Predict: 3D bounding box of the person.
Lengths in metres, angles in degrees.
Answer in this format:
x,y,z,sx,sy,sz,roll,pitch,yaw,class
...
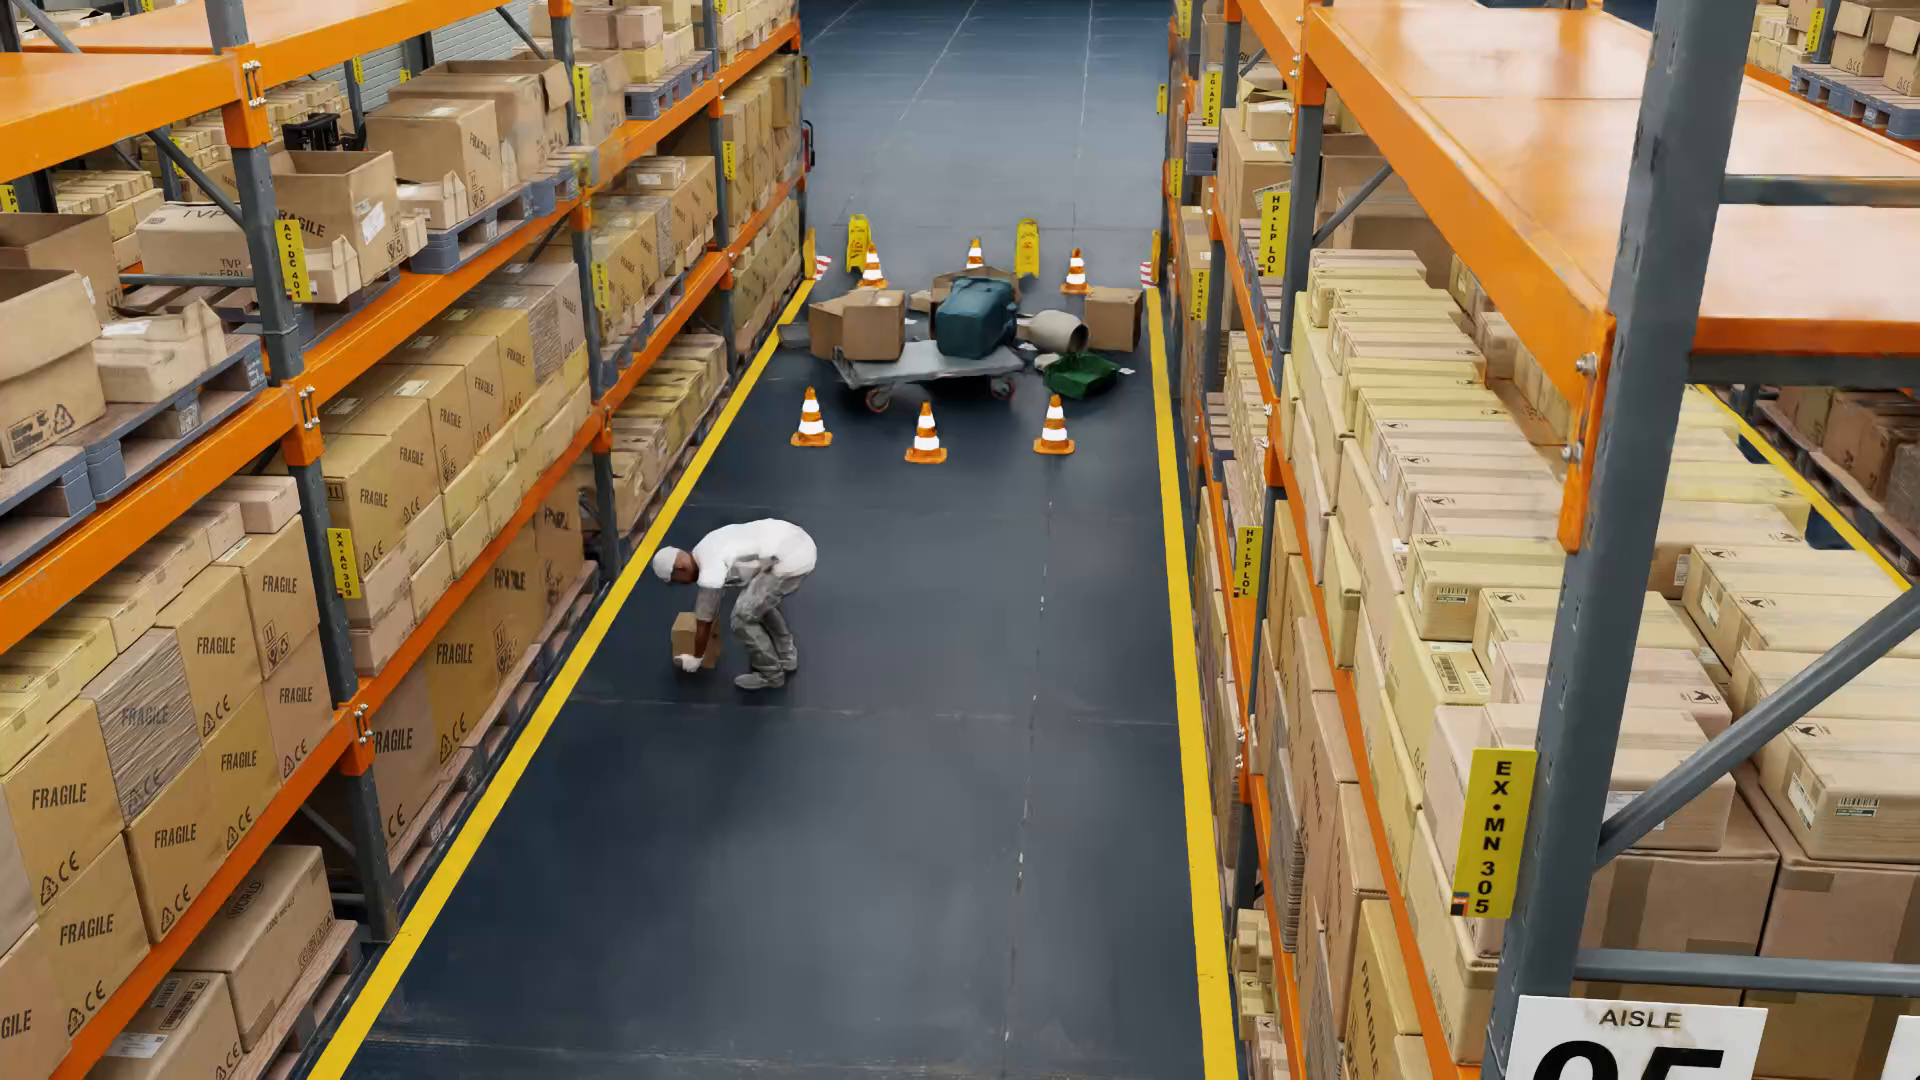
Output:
x,y,z,sx,sy,sz,roll,pitch,yaw,class
-1.350,0.378,10.063,0.985,1.027,0.517,1,24,2,person
